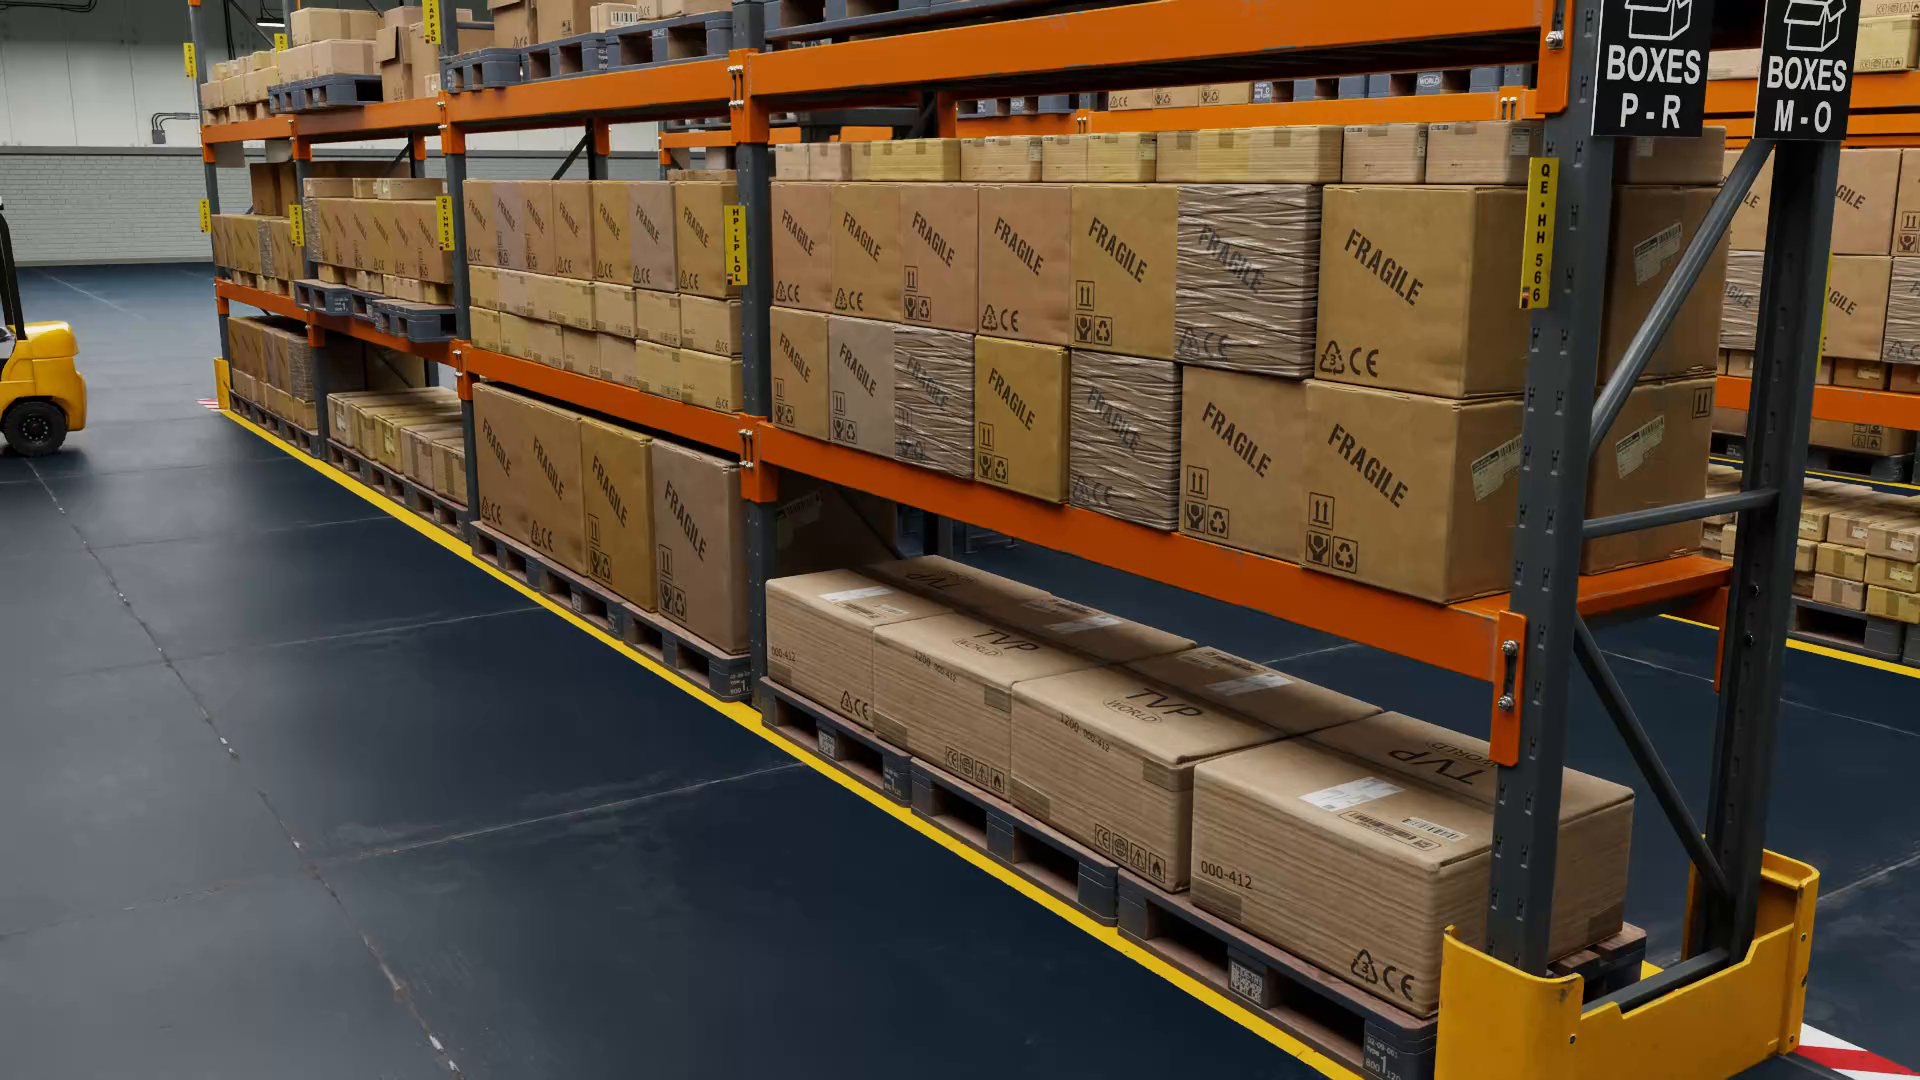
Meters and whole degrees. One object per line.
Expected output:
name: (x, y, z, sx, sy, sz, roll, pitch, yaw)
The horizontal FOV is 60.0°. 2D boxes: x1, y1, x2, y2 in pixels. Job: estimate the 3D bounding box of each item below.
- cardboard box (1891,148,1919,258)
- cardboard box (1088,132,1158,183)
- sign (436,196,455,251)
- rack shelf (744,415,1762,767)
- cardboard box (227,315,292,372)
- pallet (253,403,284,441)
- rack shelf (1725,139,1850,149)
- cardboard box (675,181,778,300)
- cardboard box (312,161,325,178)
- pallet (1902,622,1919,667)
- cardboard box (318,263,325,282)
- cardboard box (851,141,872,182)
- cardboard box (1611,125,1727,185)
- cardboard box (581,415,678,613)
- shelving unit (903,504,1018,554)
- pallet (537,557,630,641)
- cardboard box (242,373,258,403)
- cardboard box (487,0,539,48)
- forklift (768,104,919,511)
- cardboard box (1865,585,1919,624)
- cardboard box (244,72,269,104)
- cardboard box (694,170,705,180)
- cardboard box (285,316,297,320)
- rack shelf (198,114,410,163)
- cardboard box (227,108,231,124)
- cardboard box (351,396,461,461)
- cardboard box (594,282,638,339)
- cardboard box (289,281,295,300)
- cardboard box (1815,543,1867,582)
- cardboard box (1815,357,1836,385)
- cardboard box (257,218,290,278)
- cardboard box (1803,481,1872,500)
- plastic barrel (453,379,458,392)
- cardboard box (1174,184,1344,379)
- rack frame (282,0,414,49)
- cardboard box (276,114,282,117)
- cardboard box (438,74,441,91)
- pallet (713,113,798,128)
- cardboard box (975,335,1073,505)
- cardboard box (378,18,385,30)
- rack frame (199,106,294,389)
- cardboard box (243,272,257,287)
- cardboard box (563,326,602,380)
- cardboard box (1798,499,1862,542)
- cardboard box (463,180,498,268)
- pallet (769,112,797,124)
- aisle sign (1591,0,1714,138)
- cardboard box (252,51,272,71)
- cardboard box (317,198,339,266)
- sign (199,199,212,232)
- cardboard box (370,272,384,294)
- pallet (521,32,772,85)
cardboard box: (4.762, -1.573, 7.763, 0.500, 0.500, 0.500, -7, 14, -30)
cardboard box: (0.616, -1.168, 5.088, 0.380, 0.149, 0.250, -8, 14, -31)
sign: (-3.145, -1.937, 10.173, 0.100, 0.325, 0.005, -8, 15, -33)
rack shelf: (0.626, -0.057, 5.787, 1.077, 0.370, 4.000, -8, 15, -33)
cardboard box: (-6.901, -1.947, 16.440, 0.500, 0.500, 0.500, -9, 15, -35)
pallet: (-5.996, -1.157, 15.661, 1.003, 0.211, 1.213, -8, 15, -33)
rack shelf: (8.567, -4.705, 20.017, 1.077, 0.370, 4.000, -8, 15, -33)
cardboard box: (-0.939, -1.352, 7.446, 0.500, 0.500, 0.500, -8, 14, -31)
cardboard box: (-5.243, -3.067, 14.596, 0.700, 0.500, 0.500, -8, 15, -32)
pallet: (5.336, 0.543, 7.884, 1.003, 0.211, 1.213, -8, 15, -33)
cardboard box: (-4.871, -2.134, 13.204, 0.380, 0.149, 0.250, -8, 15, -32)
cardboard box: (-0.191, -1.448, 6.368, 0.380, 0.149, 0.250, -8, 15, -33)
cardboard box: (1.768, -1.003, 4.335, 0.380, 0.149, 0.250, -8, 15, -32)
cardboard box: (-1.399, -0.192, 8.710, 0.875, 0.875, 0.875, -8, 14, -31)
shelving unit: (-0.004, -0.734, 10.707, 0.431, 1.500, 0.755, -8, 15, -33)
pallet: (-1.653, 0.252, 9.214, 1.003, 0.211, 1.213, -8, 15, -33)
cardboard box: (-6.638, -1.493, 16.120, 0.500, 0.250, 0.500, -7, 14, -31)
cardboard box: (-2.364, -3.148, 9.988, 0.797, 0.503, 0.637, -9, 15, -36)
forklift: (-0.903, -1.879, 12.593, 1.130, 2.935, 3.031, -6, 14, -24)
cardboard box: (4.691, 0.290, 8.203, 0.380, 0.149, 0.250, -9, 15, -35)
cardboard box: (-5.935, -3.953, 14.553, 0.500, 0.250, 0.500, -8, 15, -34)
cardboard box: (-2.511, -3.946, 19.006, 0.875, 0.550, 0.550, -8, 15, -33)
cardboard box: (-6.470, -2.015, 16.754, 0.500, 0.500, 0.500, -8, 15, -32)
rack shelf: (-6.023, -3.657, 15.225, 1.077, 0.370, 4.000, -8, 15, -33)
cardboard box: (-6.722, -4.015, 15.769, 0.380, 0.149, 0.250, -8, 15, -33)
cardboard box: (-4.221, -0.888, 13.070, 0.950, 0.372, 0.625, -7, 14, -29)
cardboard box: (-1.504, -1.165, 8.346, 0.500, 0.250, 0.500, -8, 14, -31)
cardboard box: (-5.490, -2.129, 14.165, 0.380, 0.149, 0.250, -8, 15, -32)
cardboard box: (4.555, 0.095, 8.402, 0.380, 0.149, 0.250, -7, 14, -30)
cardboard box: (4.424, -0.886, 8.480, 0.380, 0.149, 0.250, -7, 14, -31)
cardboard box: (-5.950, -2.614, 14.861, 0.500, 0.500, 0.500, -8, 14, -31)
cardboard box: (4.780, -0.216, 9.125, 0.380, 0.149, 0.250, -9, 15, -35)
plastic barrel: (-4.726, -1.452, 16.510, 0.512, 0.421, 0.421, 1, 12, 6)
cardboard box: (0.955, -0.737, 4.638, 0.500, 0.500, 0.500, -8, 15, -33)
rack frame: (-4.915, -5.118, 13.202, 1.000, 3.000, 0.127, -8, 15, -33)
cardboard box: (-5.572, -3.648, 14.088, 0.380, 0.149, 0.250, -8, 15, -32)
cardboard box: (-3.048, -2.850, 10.438, 0.380, 0.149, 0.250, -8, 15, -33)
pallet: (-1.966, -4.577, 17.955, 1.003, 0.211, 1.213, -8, 15, -33)
cardboard box: (0.391, -0.428, 5.564, 0.500, 0.500, 0.500, -8, 14, -31)
cardboard box: (-4.488, -3.941, 13.037, 0.500, 0.250, 0.500, -8, 15, -31)
rack frame: (-7.131, -2.899, 17.096, 1.000, 3.000, 0.127, -8, 15, -33)
cardboard box: (-6.610, -2.498, 15.853, 0.380, 0.149, 0.250, -8, 14, -31)
cardboard box: (-1.775, -1.015, 8.834, 0.500, 0.250, 0.500, -8, 15, -33)
cardboard box: (4.445, -0.105, 8.617, 0.380, 0.149, 0.250, -8, 15, -32)
cardboard box: (-2.629, -1.897, 9.938, 0.500, 0.500, 0.500, -9, 15, -35)
pallet: (-1.294, -4.360, 16.964, 1.003, 0.211, 1.213, -8, 15, -33)
aisle sign: (1.516, -1.274, 3.579, 0.394, 0.787, 0.004, -8, 15, -33)
cardboard box: (-5.803, -4.075, 14.173, 0.380, 0.149, 0.250, -8, 14, -31)
cardboard box: (-4.616, -2.380, 12.812, 0.500, 0.500, 0.500, -8, 15, -33)
sign: (-7.583, -3.257, 16.709, 0.100, 0.325, 0.005, -8, 15, -33)
cardboard box: (-4.000, -1.855, 11.928, 0.380, 0.149, 0.250, -9, 15, -35)
pallet: (-1.676, -2.542, 8.886, 1.003, 0.211, 1.213, -7, 14, -30)
